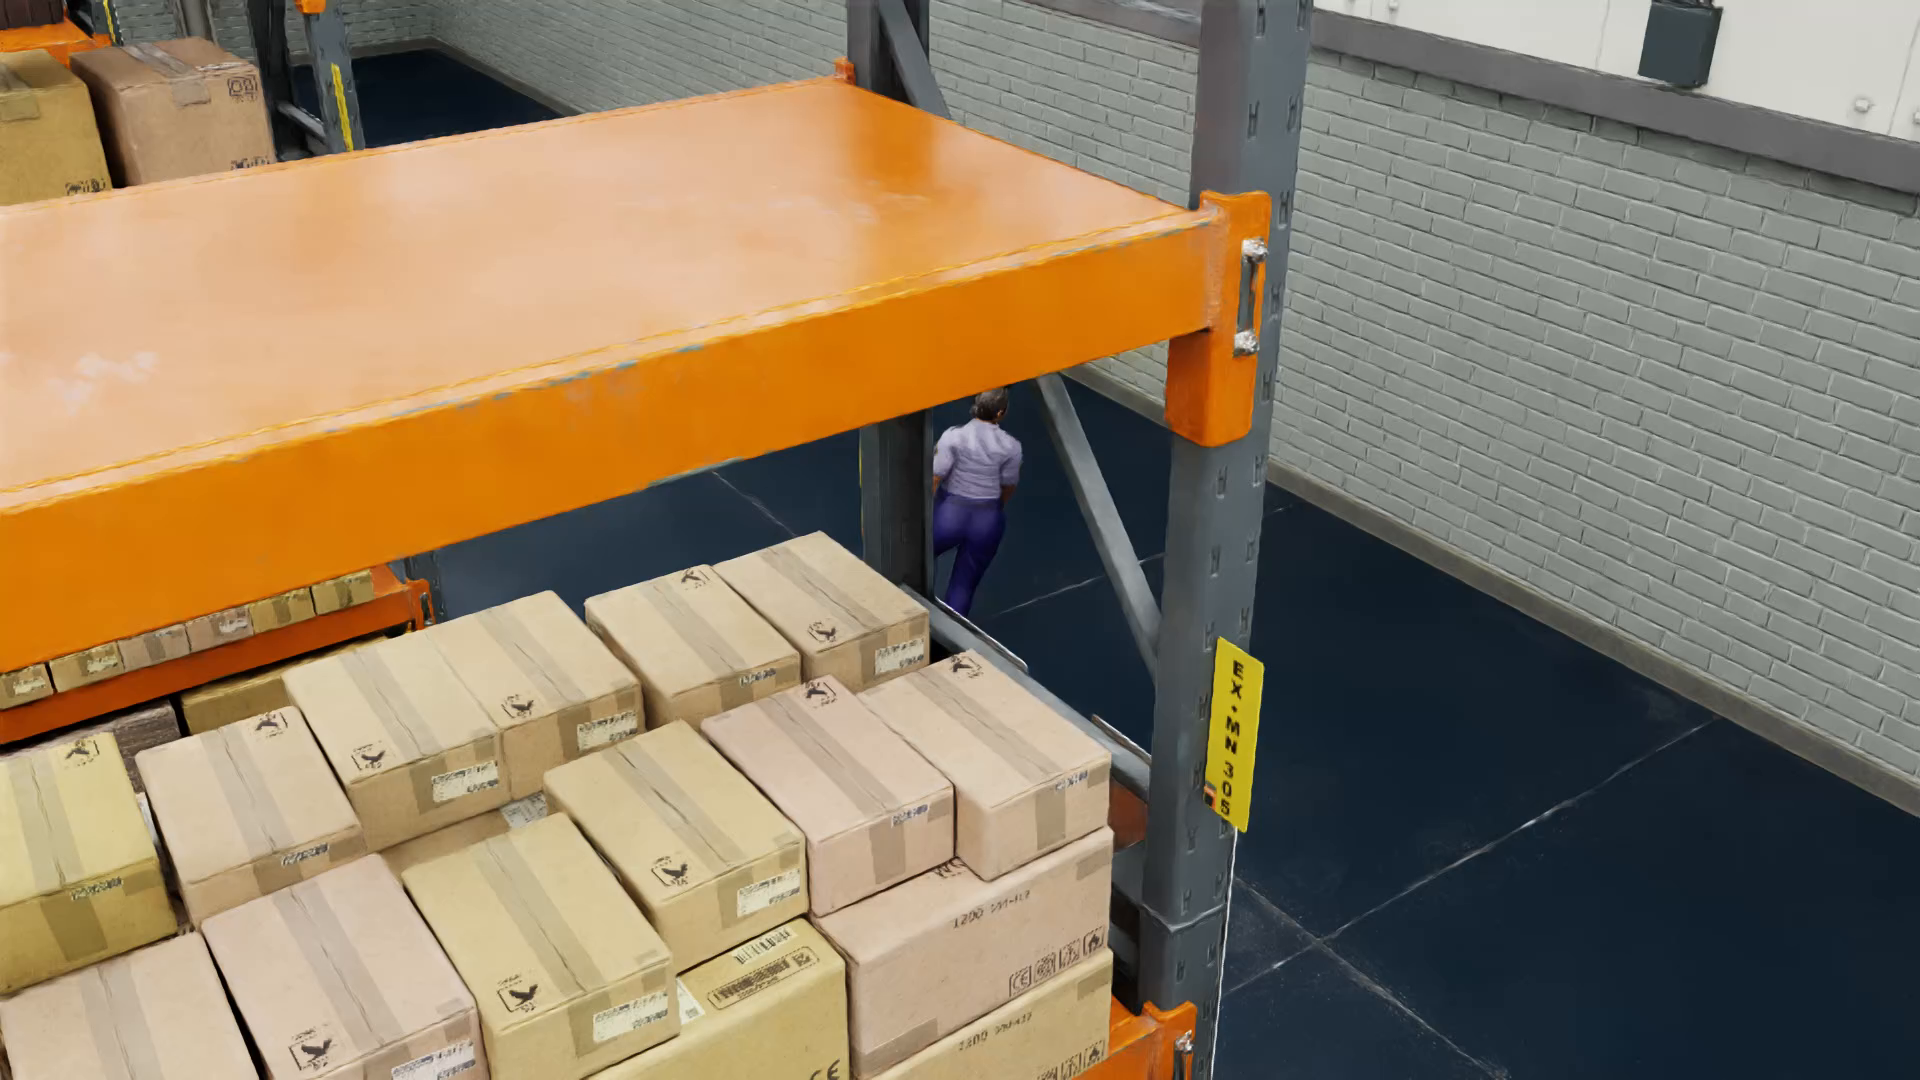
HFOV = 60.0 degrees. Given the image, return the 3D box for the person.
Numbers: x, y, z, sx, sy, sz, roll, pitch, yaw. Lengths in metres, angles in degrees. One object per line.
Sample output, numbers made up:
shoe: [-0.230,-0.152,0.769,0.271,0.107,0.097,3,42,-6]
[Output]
person: [-0.022,-0.094,8.860,0.698,1.606,0.490,-1,29,-1]
